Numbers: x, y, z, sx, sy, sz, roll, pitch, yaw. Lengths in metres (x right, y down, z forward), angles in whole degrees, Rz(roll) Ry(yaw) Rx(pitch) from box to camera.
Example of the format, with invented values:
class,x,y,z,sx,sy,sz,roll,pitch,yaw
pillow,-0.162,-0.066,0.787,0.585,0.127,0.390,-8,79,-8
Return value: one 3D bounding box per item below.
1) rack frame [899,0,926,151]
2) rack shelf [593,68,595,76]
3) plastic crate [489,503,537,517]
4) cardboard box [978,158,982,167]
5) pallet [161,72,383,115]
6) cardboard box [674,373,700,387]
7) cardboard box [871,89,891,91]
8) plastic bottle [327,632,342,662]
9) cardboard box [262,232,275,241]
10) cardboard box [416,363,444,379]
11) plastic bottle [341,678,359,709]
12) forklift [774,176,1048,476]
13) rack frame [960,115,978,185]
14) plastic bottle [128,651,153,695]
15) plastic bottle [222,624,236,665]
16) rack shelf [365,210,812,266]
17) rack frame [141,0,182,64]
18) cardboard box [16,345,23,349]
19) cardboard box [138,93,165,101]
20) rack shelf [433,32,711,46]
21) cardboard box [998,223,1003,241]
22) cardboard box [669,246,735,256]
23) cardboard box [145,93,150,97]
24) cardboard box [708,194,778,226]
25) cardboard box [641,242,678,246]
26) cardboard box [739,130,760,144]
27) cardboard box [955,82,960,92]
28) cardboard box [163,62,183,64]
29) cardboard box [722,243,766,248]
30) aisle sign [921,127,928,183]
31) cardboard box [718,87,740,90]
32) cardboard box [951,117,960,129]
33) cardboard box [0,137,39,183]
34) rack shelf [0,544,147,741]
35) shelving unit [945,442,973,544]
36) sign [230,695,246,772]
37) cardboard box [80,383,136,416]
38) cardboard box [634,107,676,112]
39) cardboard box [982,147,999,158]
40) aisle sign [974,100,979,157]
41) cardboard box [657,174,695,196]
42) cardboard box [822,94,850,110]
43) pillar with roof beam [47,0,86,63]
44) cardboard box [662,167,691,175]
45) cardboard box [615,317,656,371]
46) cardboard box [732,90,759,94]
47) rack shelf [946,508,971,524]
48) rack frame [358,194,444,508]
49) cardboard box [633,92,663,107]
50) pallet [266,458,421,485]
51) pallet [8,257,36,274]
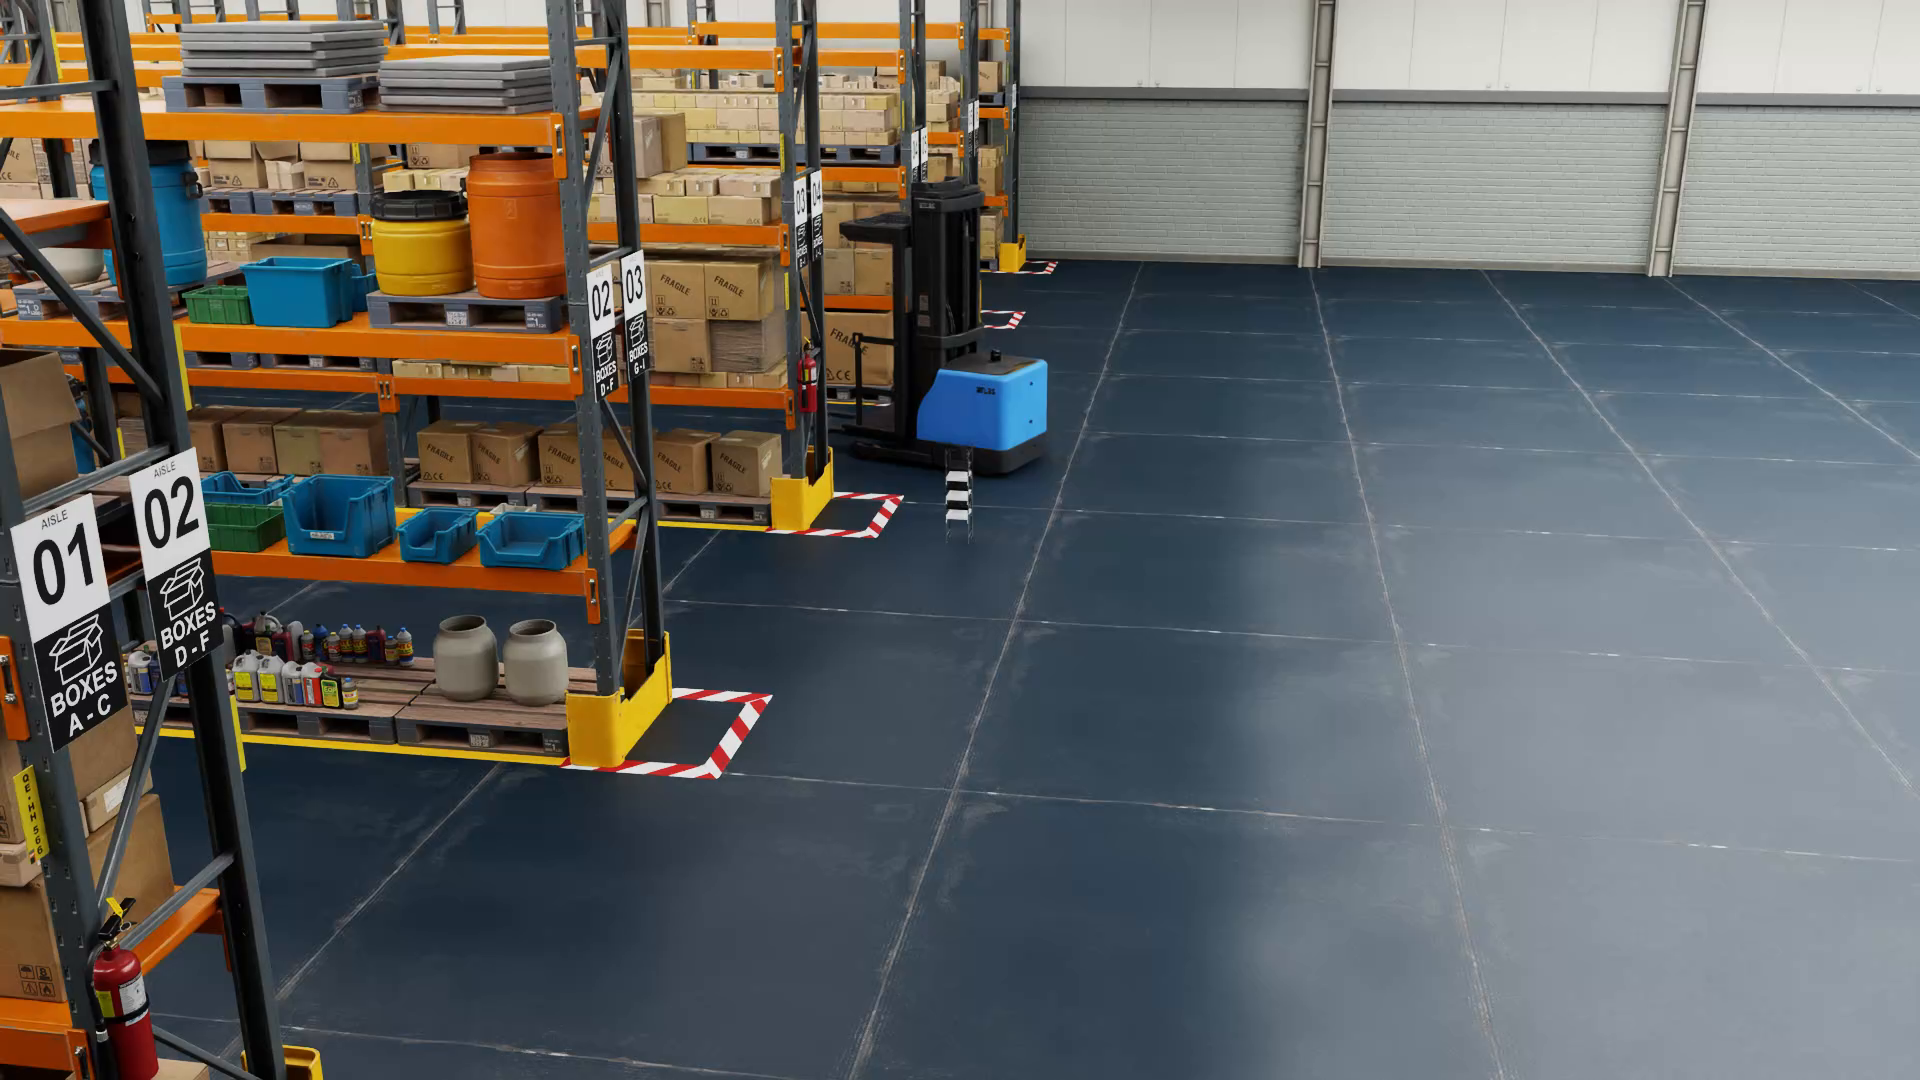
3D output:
class,x,y,z,sx,sy,sz,roll,pitch,yaw
rack frame,-0.548,-6.084,19.252,0.127,3.000,1.000,3,19,9
rack shelf,-6.472,-5.855,20.332,4.000,0.370,1.077,3,19,9
plastic crate,-3.052,-0.160,11.415,0.250,0.136,0.298,3,19,9
cardboard box,0.277,-6.639,29.184,0.250,0.149,0.380,3,19,10
pallet,-4.143,-2.812,10.401,1.213,0.211,1.003,3,19,9
cardboard box,-2.495,-1.548,15.544,0.250,0.149,0.380,3,19,9
cardboard box,-1.165,-6.616,24.709,0.250,0.149,0.380,3,19,8
plastic bottle,-4.496,0.763,11.958,0.097,0.201,0.097,0,18,0
cardboard box,-8.892,-3.950,21.594,0.250,0.149,0.380,4,19,11
cardboard box,-4.974,-1.651,15.853,0.250,0.149,0.380,3,19,9
plastic bottle,-4.103,1.025,11.177,0.097,0.201,0.097,0,18,0
forklift,-0.598,-2.374,17.726,3.031,2.935,1.130,10,21,28
rack frame,0.138,-4.795,24.854,0.127,3.000,1.000,3,19,9
plastic bottle,-5.601,0.904,11.420,0.135,0.276,0.152,4,19,11
plastic bottle,-5.297,0.742,11.903,0.135,0.276,0.152,3,19,9
rack shelf,-3.409,-2.872,15.514,4.000,0.370,1.077,3,19,9
rack frame,-14.876,-10.001,30.957,0.127,3.000,1.000,3,19,9
cardboard box,-9.770,-2.250,17.090,0.500,0.500,0.500,3,19,10
cardboard box,-10.160,-5.472,20.786,0.258,0.266,0.396,3,19,9
rack shelf,-5.786,-7.411,24.982,4.000,0.370,1.077,3,19,9
cardboard box,0.490,-5.571,30.058,0.500,0.250,0.500,3,19,10
cardboard box,-2.427,-2.494,15.773,0.500,0.500,0.500,3,19,9
cardboard box,-12.653,-6.894,25.977,0.250,0.149,0.380,3,19,10
cardboard box,-1.951,-2.987,14.958,0.500,0.250,0.500,3,19,10
cardboard box,-3.584,-3.476,20.676,0.550,0.550,0.875,3,19,9
cardboard box,-2.436,-4.777,19.648,0.250,0.149,0.380,3,19,9
cardboard box,0.055,-7.847,28.824,0.250,0.149,0.380,2,19,7
cardboard box,-14.478,-8.784,31.028,0.500,0.250,0.500,3,19,8
cardboard box,-2.541,-3.909,20.267,0.500,0.550,0.875,3,19,9
aisle sign,-0.430,-4.563,20.062,0.004,0.787,0.394,3,19,9
cardboard box,-3.464,-6.730,25.050,0.250,0.149,0.380,3,19,10
cardboard box,-0.138,-6.217,24.772,0.250,0.149,0.380,3,19,9
cardboard box,-8.910,-3.696,15.896,0.500,0.500,0.500,3,19,9
rack shelf,-4.984,0.231,6.239,4.000,0.370,1.077,3,19,9
shelving unit,-0.008,-0.427,15.108,0.210,0.900,0.258,3,19,9
sign,-2.915,0.791,6.669,0.005,0.325,0.100,3,19,9
cardboard box,-8.667,-1.448,16.914,0.500,0.250,0.500,4,19,11
cardboard box,-3.560,-5.042,19.814,0.500,0.250,0.500,3,19,8
cardboard box,0.534,-6.799,29.193,0.250,0.149,0.380,3,19,9
aisle sign,0.248,-6.122,24.722,0.004,0.787,0.394,3,19,9
cardboard box,-2.535,-3.182,14.912,0.250,0.149,0.380,3,19,9
cardboard box,-1.433,-5.104,19.369,0.250,0.149,0.380,3,19,10
pillar with roof beam,-18.078,-9.070,28.176,0.400,9.000,9.100,3,19,9
cardboard box,-2.676,-3.384,15.518,0.250,0.149,0.380,3,19,9
cardboard box,-2.972,-1.942,15.699,0.500,0.500,0.875,3,19,9
cardboard box,-2.586,-5.374,20.176,0.250,0.149,0.380,3,19,9
rack shelf,-0.008,-0.225,15.176,0.200,0.077,0.258,3,19,9
rack frame,-5.384,-1.892,16.177,0.127,3.000,1.000,3,19,9
cardboard box,-3.690,-5.219,19.712,0.250,0.149,0.380,3,19,8
pallet,-6.153,-0.608,16.735,1.213,0.211,1.003,3,19,9
pallet,-11.664,-3.668,21.788,1.213,0.211,1.003,3,19,9
